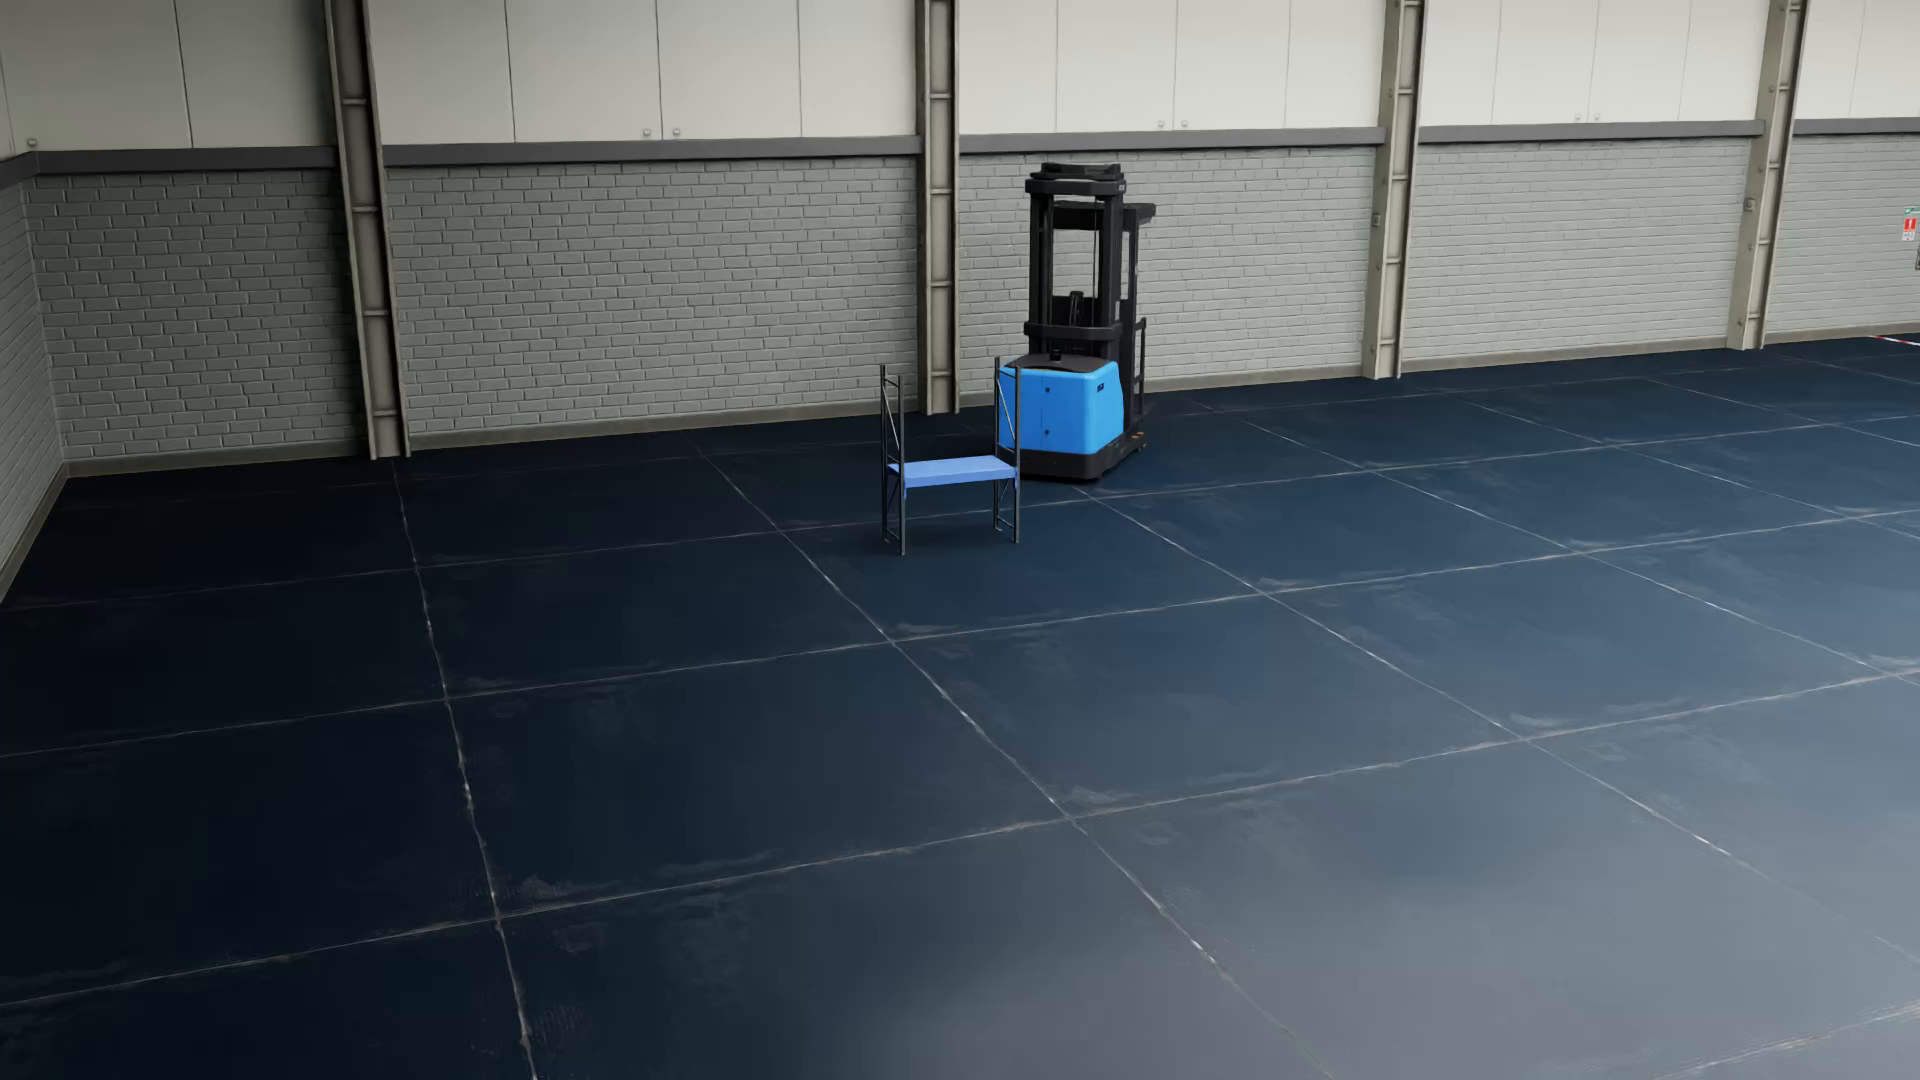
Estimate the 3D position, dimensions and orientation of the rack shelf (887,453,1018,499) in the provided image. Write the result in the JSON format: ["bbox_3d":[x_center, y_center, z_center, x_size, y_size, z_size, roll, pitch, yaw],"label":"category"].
[{"bbox_3d":[-0.080,-0.538,13.908,1.000,0.185,0.538,-6,17,-20],"label":"rack shelf"}]

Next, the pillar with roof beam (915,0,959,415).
[{"bbox_3d":[1.294,-4.662,14.003,0.400,9.000,9.100,-6,17,-20],"label":"pillar with roof beam"}]

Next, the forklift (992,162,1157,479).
[{"bbox_3d":[1.325,-2.359,16.928,1.130,2.935,3.031,6,18,21],"label":"forklift"}]

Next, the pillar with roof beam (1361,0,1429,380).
[{"bbox_3d":[6.897,-5.267,16.063,0.400,9.000,9.100,-6,17,-20],"label":"pillar with roof beam"}]

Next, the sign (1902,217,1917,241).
[{"bbox_3d":[13.687,-4.481,23.969,0.234,0.329,0.001,-6,17,-20],"label":"sign"}]

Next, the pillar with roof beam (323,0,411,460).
[{"bbox_3d":[-4.309,-4.057,11.944,0.400,9.000,9.100,-6,17,-20],"label":"pillar with roof beam"}]

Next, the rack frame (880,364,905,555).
[{"bbox_3d":[-0.554,-0.660,13.683,0.032,1.500,0.500,-6,17,-20],"label":"rack frame"}]

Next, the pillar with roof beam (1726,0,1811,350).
[{"bbox_3d":[12.500,-5.872,18.123,0.400,9.000,9.100,-6,17,-20],"label":"pillar with roof beam"}]

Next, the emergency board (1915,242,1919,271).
[{"bbox_3d":[14.226,-4.496,24.085,0.626,1.169,0.157,-6,17,-20],"label":"emergency board"}]

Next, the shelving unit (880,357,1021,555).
[{"bbox_3d":[-0.080,-0.711,13.858,1.048,1.500,0.538,-6,17,-20],"label":"shelving unit"}]

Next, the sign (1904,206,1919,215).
[{"bbox_3d":[13.695,-4.733,23.888,0.331,0.109,0.001,-6,17,-20],"label":"sign"}]

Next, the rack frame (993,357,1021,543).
[{"bbox_3d":[0.395,-0.762,14.032,0.032,1.500,0.500,-6,17,-20],"label":"rack frame"}]
